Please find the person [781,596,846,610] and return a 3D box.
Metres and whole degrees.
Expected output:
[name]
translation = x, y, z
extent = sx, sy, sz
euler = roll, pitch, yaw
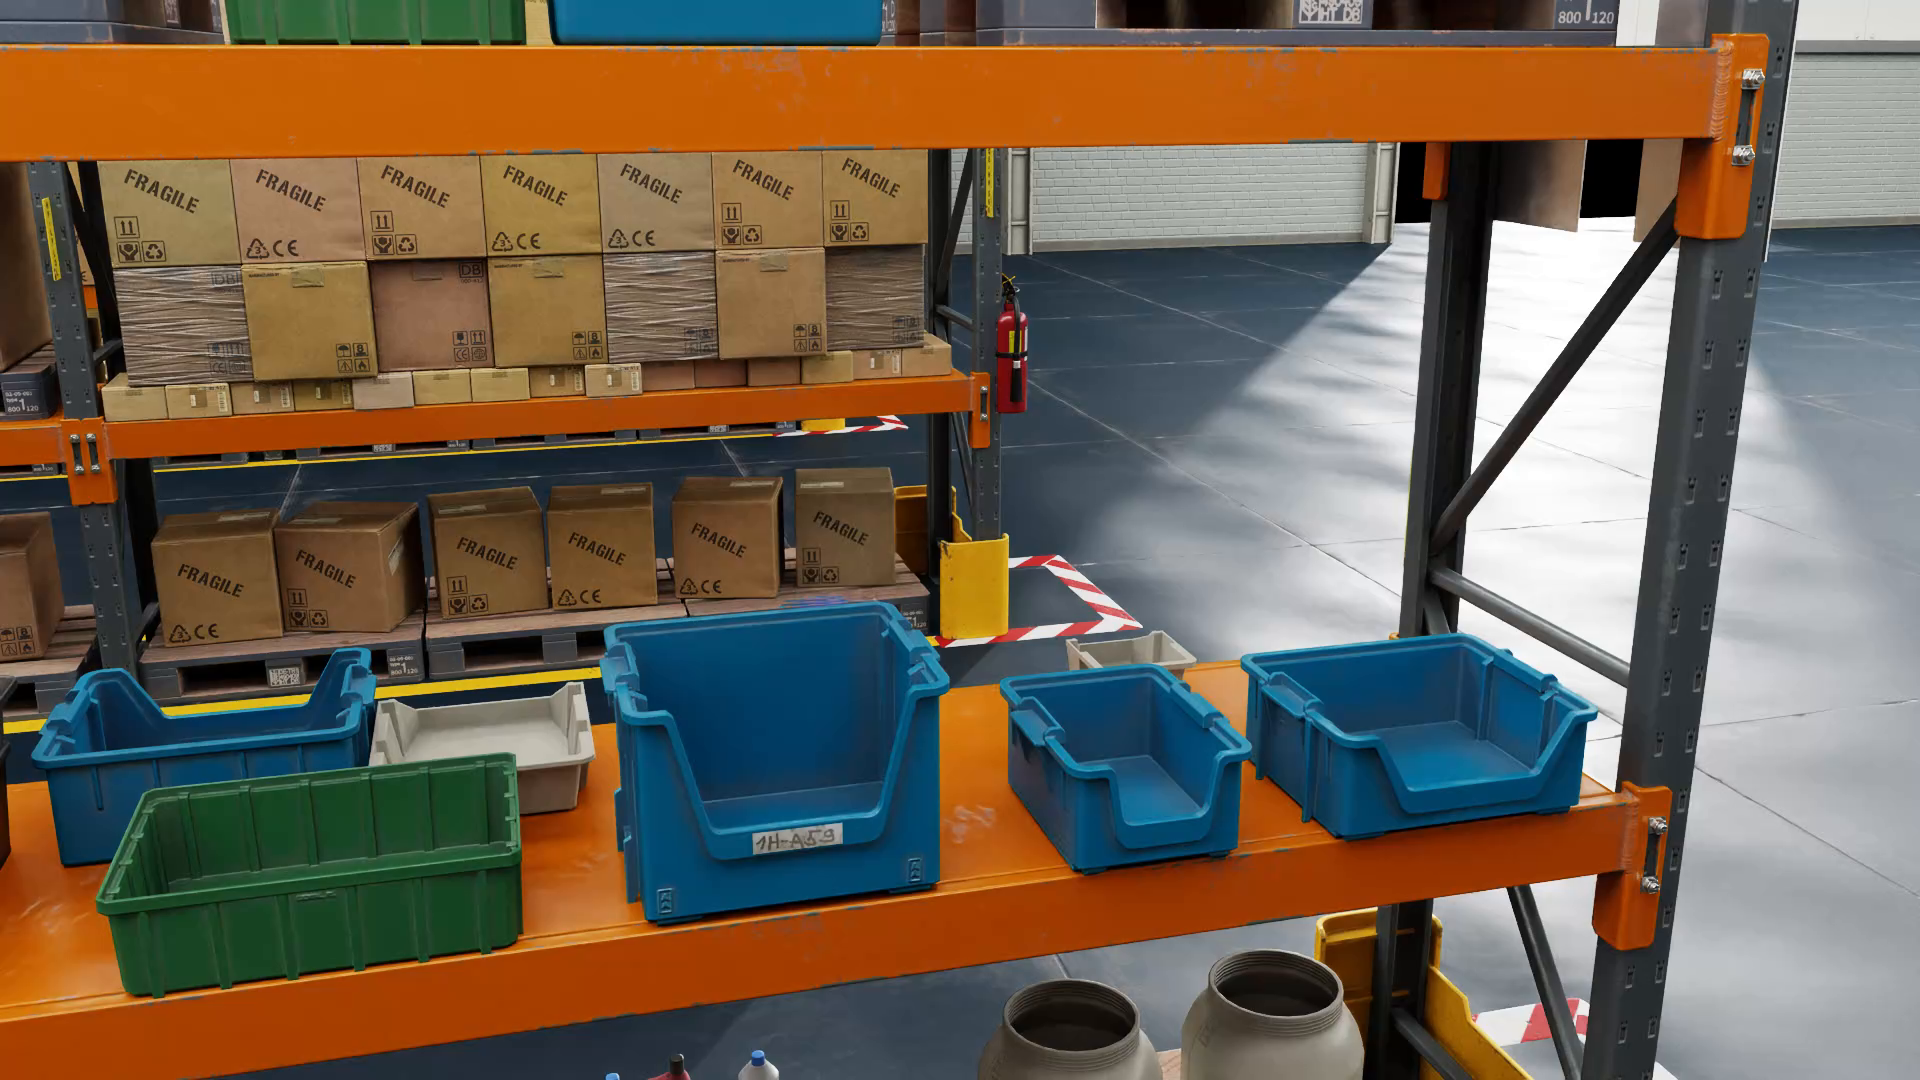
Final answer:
[person]
translation = -0.475, 0.651, 6.461
extent = 0.460, 0.775, 0.871
euler = -5, 17, -17
